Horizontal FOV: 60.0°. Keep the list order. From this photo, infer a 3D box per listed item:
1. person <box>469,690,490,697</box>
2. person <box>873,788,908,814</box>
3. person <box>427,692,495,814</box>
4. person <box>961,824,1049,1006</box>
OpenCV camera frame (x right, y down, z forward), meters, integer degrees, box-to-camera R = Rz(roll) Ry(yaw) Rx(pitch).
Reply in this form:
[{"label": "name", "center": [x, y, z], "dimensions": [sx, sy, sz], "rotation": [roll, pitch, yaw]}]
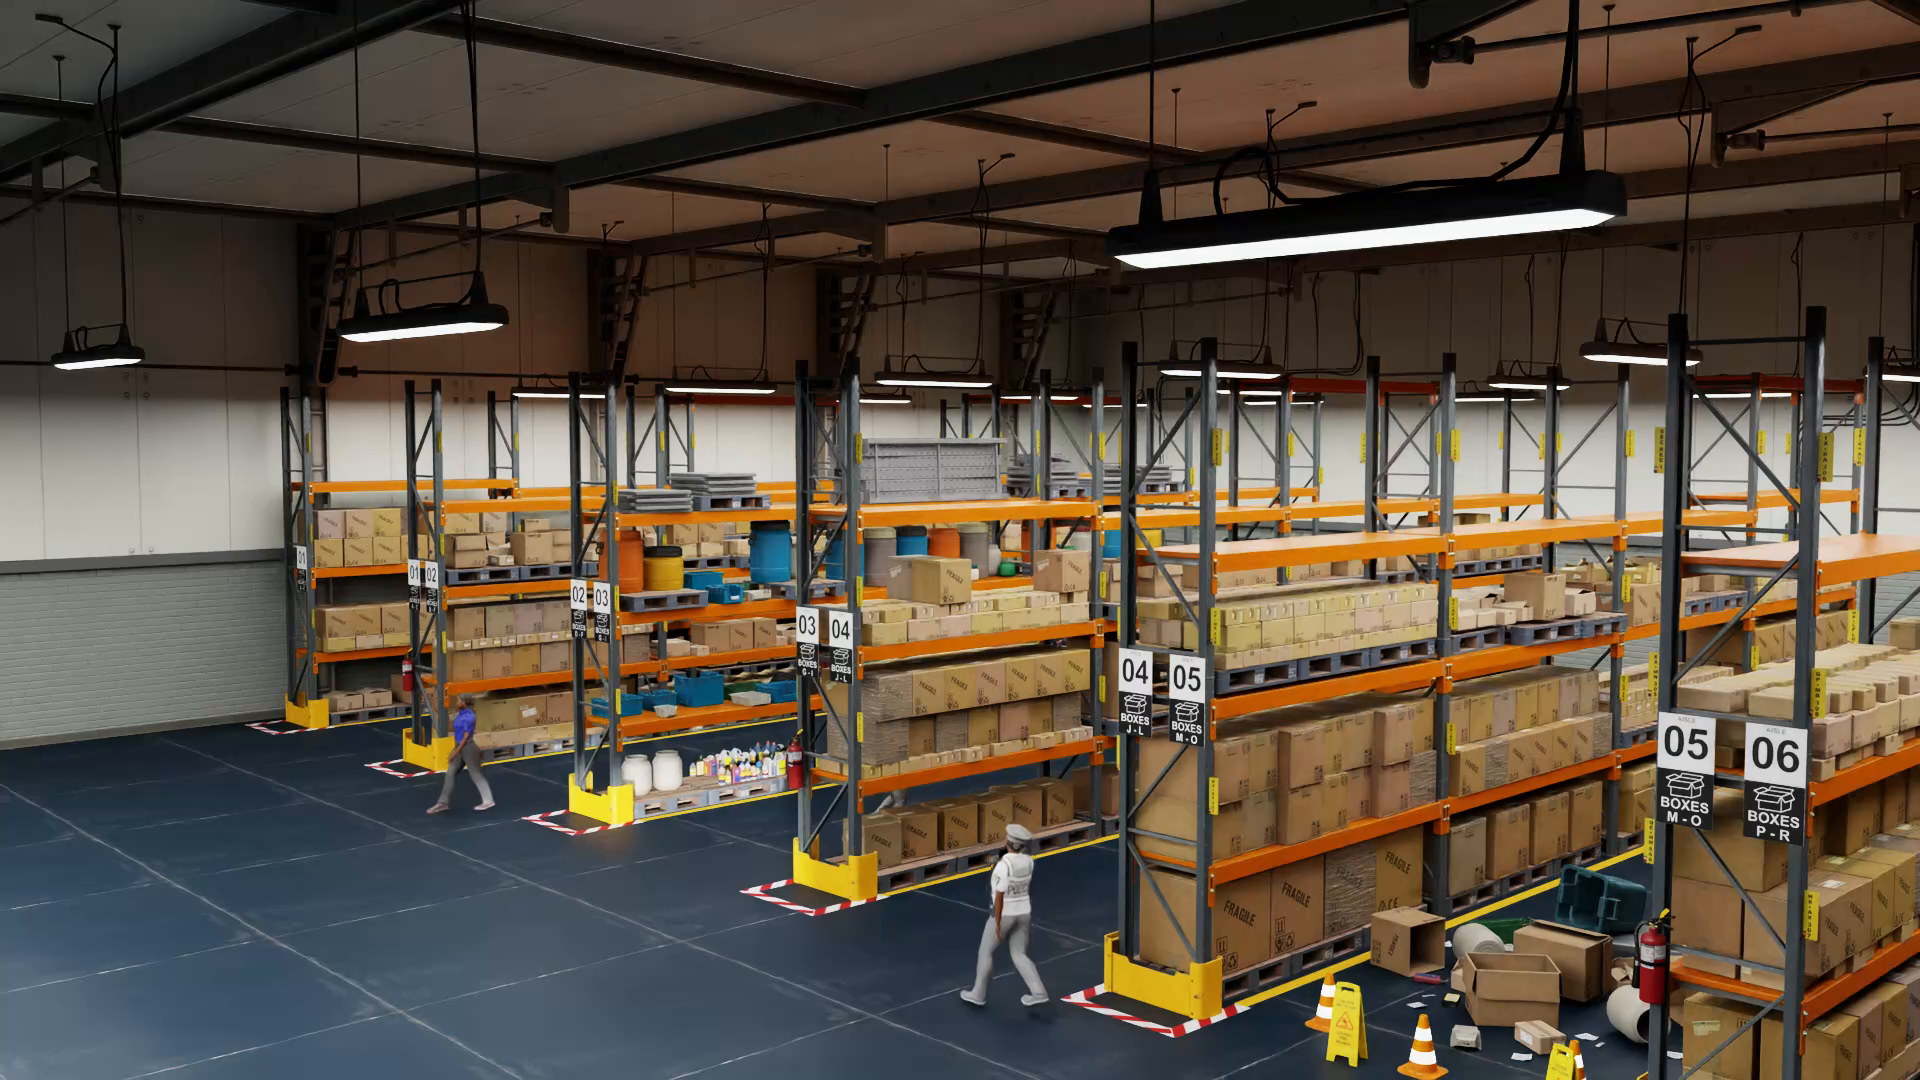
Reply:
[{"label": "person", "center": [-8.620, 2.387, 29.718], "dimensions": [0.571, 1.708, 0.946], "rotation": [1, 4, 8]}, {"label": "person", "center": [-0.786, 2.970, 21.395], "dimensions": [0.749, 1.668, 0.614], "rotation": [-3, 5, -42]}, {"label": "person", "center": [-6.806, 2.887, 22.639], "dimensions": [0.900, 1.622, 0.468], "rotation": [-3, 5, -36]}, {"label": "person", "center": [0.437, 3.377, 14.955], "dimensions": [0.498, 1.627, 0.840], "rotation": [-3, 5, -41]}]
